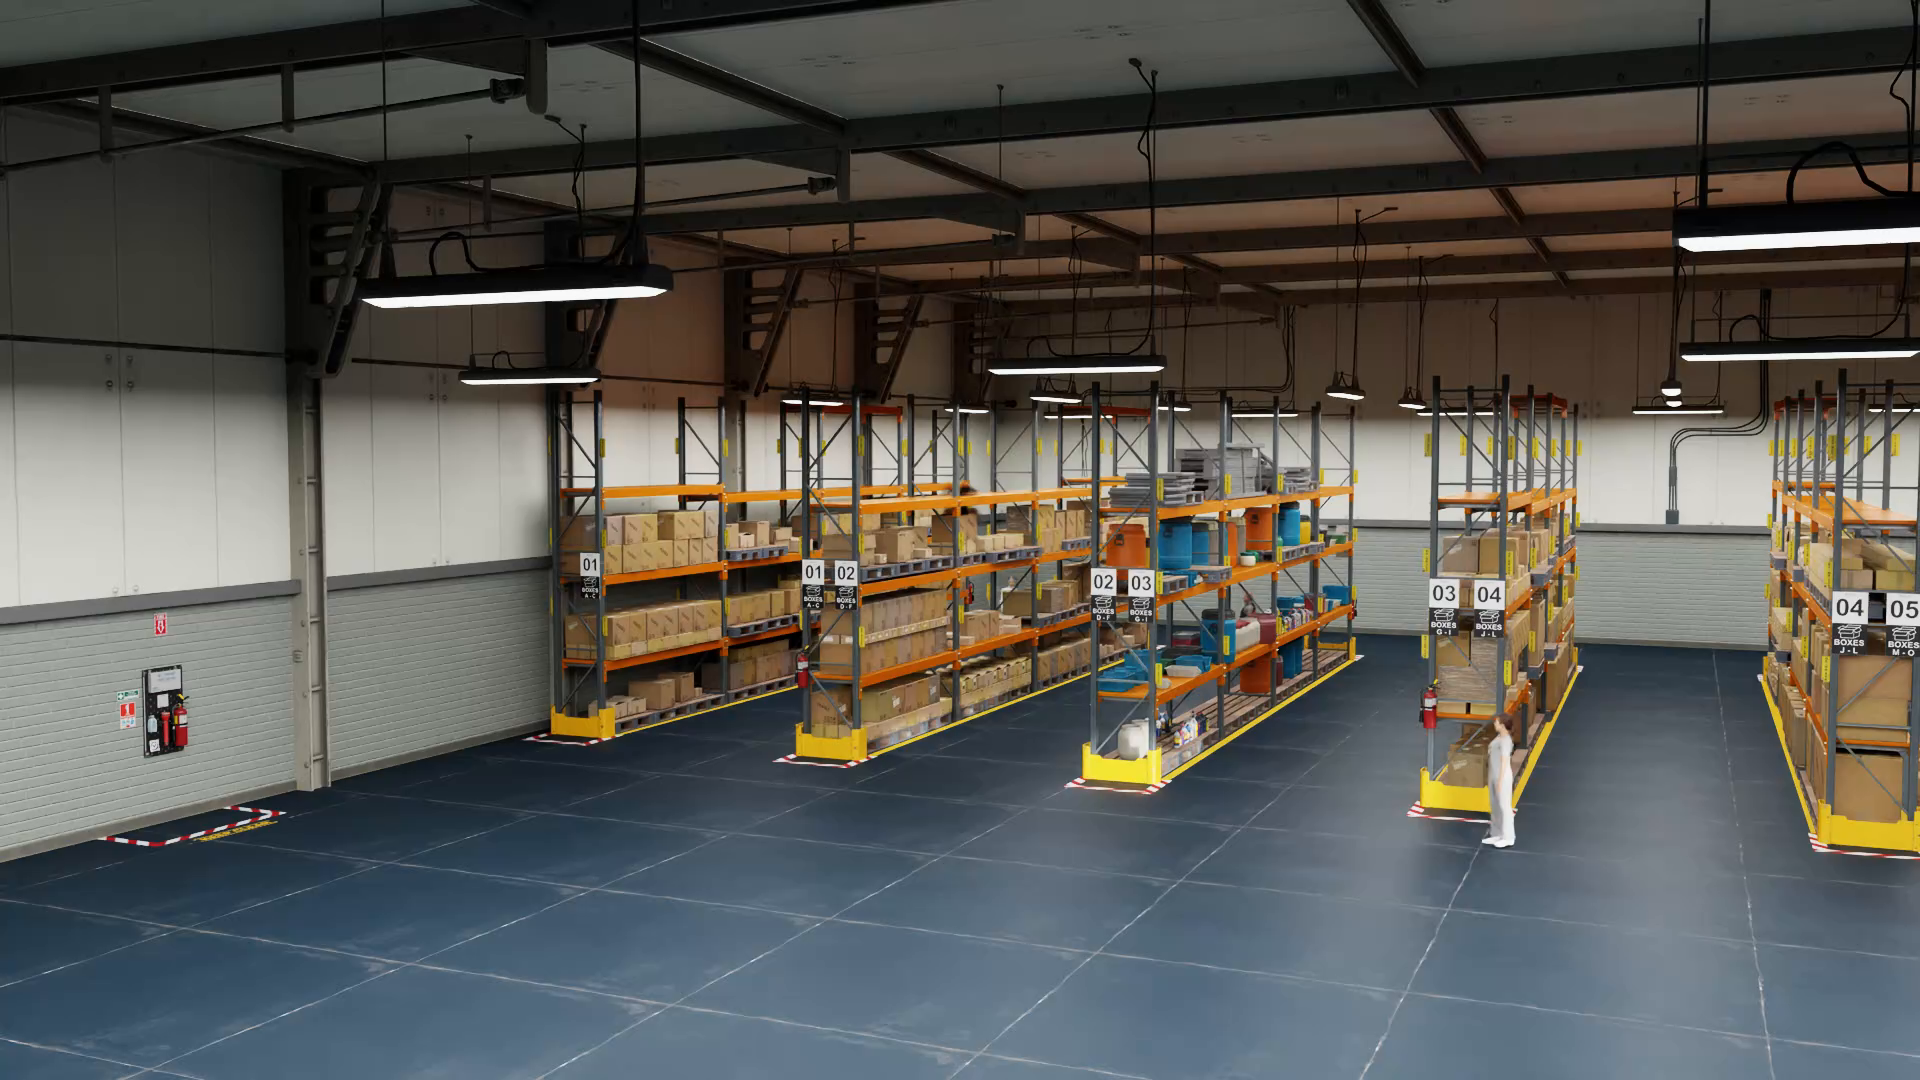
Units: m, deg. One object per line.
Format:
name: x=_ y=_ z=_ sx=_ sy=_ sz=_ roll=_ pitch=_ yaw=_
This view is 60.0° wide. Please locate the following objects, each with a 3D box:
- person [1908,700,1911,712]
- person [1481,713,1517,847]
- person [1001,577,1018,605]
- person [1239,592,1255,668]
person: x=17.841 y=2.444 z=31.404 sx=0.551 sy=1.675 sz=0.410 roll=-3 pitch=4 yaw=-41
person: x=6.793 y=3.020 z=20.944 sx=0.376 sy=1.698 sz=0.520 roll=0 pitch=3 yaw=-8
person: x=1.335 y=1.775 z=43.391 sx=0.528 sy=1.642 sz=0.857 roll=-1 pitch=3 yaw=-12
person: x=6.553 y=2.048 z=37.869 sx=0.379 sy=1.729 sz=0.602 roll=1 pitch=3 yaw=14
